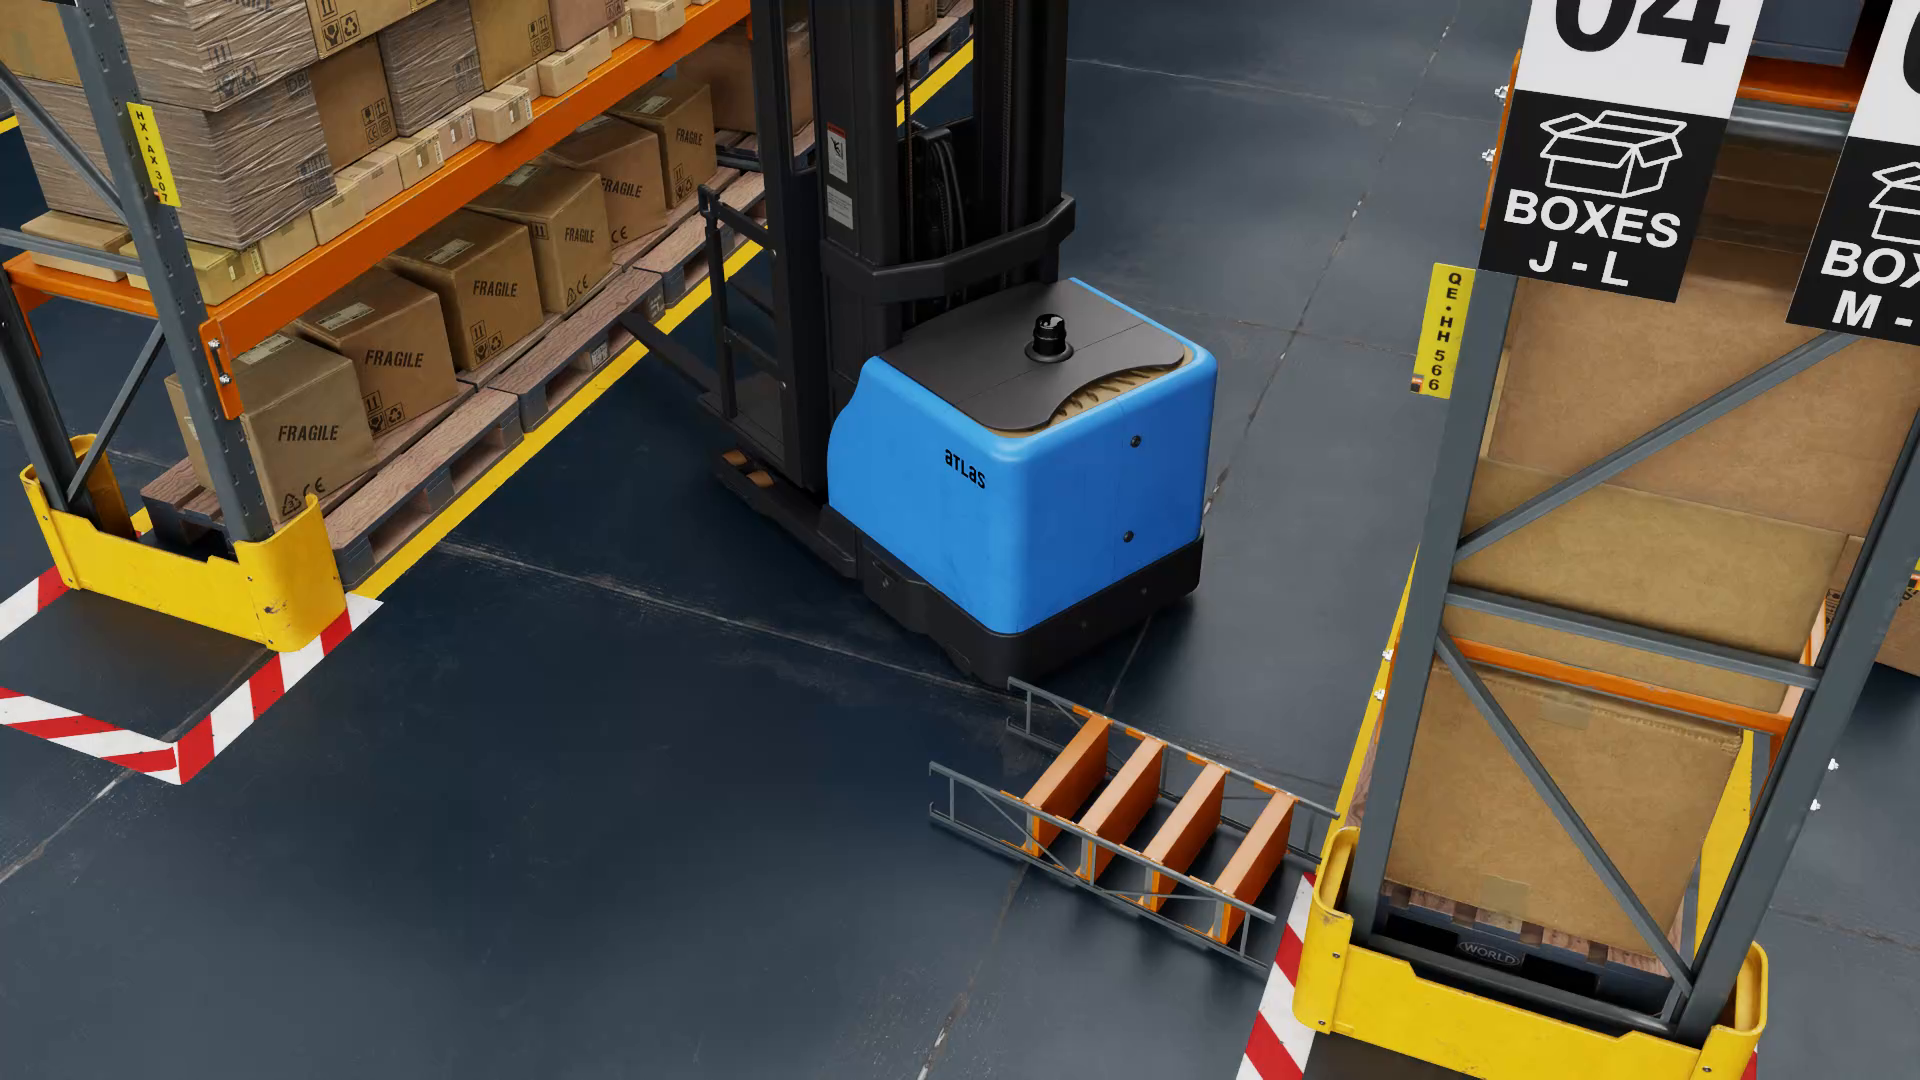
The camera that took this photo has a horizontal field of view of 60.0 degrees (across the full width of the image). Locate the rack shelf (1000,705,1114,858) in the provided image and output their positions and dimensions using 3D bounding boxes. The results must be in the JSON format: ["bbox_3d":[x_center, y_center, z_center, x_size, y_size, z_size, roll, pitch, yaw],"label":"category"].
[{"bbox_3d":[0.318,0.794,5.441,0.148,0.258,0.480,21,42,25],"label":"rack shelf"}]

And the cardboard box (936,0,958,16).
[{"bbox_3d":[-0.367,-3.875,11.149,0.700,0.500,0.500,11,38,14],"label":"cardboard box"}]

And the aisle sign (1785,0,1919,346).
[{"bbox_3d":[1.824,-0.704,3.015,0.394,0.787,0.004,14,39,18],"label":"aisle sign"}]

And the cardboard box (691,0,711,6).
[{"bbox_3d":[-1.367,-2.748,8.131,0.380,0.149,0.250,14,39,18],"label":"cardboard box"}]

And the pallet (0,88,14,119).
[{"bbox_3d":[-6.328,-2.820,10.346,1.003,0.211,1.213,14,39,18],"label":"pallet"}]

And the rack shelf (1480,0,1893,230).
[{"bbox_3d":[2.334,-1.791,4.736,1.077,0.370,4.000,14,39,18],"label":"rack shelf"}]

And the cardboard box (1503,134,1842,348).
[{"bbox_3d":[1.874,-0.785,4.268,0.875,0.550,0.550,14,39,18],"label":"cardboard box"}]

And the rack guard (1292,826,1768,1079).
[{"bbox_3d":[1.564,1.244,4.668,1.175,0.500,0.348,14,39,18],"label":"rack guard"}]

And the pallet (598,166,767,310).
[{"bbox_3d":[-1.676,-1.674,8.813,1.003,0.211,1.213,14,39,18],"label":"pallet"}]

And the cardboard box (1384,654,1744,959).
[{"bbox_3d":[1.770,0.522,4.970,0.875,0.875,0.875,14,39,18],"label":"cardboard box"}]

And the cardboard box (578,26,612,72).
[{"bbox_3d":[-1.785,-2.203,7.402,0.380,0.149,0.250,14,39,18],"label":"cardboard box"}]

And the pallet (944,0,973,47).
[{"bbox_3d":[-0.230,-3.836,11.706,1.003,0.211,1.213,14,39,18],"label":"pallet"}]

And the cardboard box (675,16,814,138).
[{"bbox_3d":[-1.200,-2.681,9.552,0.700,0.500,0.500,11,38,14],"label":"cardboard box"}]

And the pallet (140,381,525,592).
[{"bbox_3d":[-2.604,-0.323,7.006,1.003,0.211,1.213,14,39,18],"label":"pallet"}]

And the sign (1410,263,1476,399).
[{"bbox_3d":[1.077,-0.460,3.695,0.100,0.325,0.005,14,39,18],"label":"sign"}]

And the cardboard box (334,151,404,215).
[{"bbox_3d":[-2.348,-1.371,6.289,0.380,0.149,0.250,14,39,18],"label":"cardboard box"}]

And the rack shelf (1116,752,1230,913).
[{"bbox_3d":[0.674,0.930,5.260,0.148,0.258,0.480,21,42,25],"label":"rack shelf"}]

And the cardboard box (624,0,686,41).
[{"bbox_3d":[-1.510,-2.459,7.745,0.380,0.149,0.250,14,39,18],"label":"cardboard box"}]

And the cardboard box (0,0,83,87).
[{"bbox_3d":[-2.994,-1.877,5.588,0.500,0.500,0.500,14,39,18],"label":"cardboard box"}]

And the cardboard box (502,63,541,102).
[{"bbox_3d":[-2.013,-1.936,7.045,0.380,0.149,0.250,14,39,18],"label":"cardboard box"}]

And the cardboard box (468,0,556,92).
[{"bbox_3d":[-2.230,-2.259,6.935,0.875,0.500,0.500,14,39,18],"label":"cardboard box"}]

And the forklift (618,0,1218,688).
[{"bbox_3d":[-0.392,-1.465,6.261,1.130,2.935,3.031,-26,44,-30],"label":"forklift"}]

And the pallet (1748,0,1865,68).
[{"bbox_3d":[1.846,-1.349,3.618,1.003,0.211,1.213,14,39,18],"label":"pallet"}]

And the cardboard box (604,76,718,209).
[{"bbox_3d":[-1.642,-2.125,8.825,0.500,0.500,0.500,13,39,16],"label":"cardboard box"}]

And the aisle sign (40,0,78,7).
[{"bbox_3d":[-2.721,-1.895,4.608,0.394,0.787,0.004,14,39,18],"label":"aisle sign"}]

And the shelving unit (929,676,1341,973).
[{"bbox_3d":[0.542,0.880,5.327,1.200,0.258,0.503,21,42,25],"label":"shelving unit"}]

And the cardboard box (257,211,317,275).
[{"bbox_3d":[-2.533,-1.093,5.917,0.380,0.149,0.250,14,39,18],"label":"cardboard box"}]

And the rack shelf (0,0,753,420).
[{"bbox_3d":[-2.214,-1.775,7.221,1.077,0.370,4.000,14,39,18],"label":"rack shelf"}]

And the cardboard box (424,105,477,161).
[{"bbox_3d":[-2.177,-1.653,6.665,0.380,0.149,0.250,14,39,18],"label":"cardboard box"}]

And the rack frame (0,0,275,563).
[{"bbox_3d":[-2.975,-0.956,5.524,1.000,3.000,0.127,14,39,18],"label":"rack frame"}]

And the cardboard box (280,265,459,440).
[{"bbox_3d":[-2.526,-0.804,7.057,0.500,0.500,0.500,25,43,29],"label":"cardboard box"}]

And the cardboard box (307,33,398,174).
[{"bbox_3d":[-2.661,-1.718,6.211,0.875,0.500,0.500,14,39,18],"label":"cardboard box"}]

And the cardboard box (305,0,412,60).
[{"bbox_3d":[-2.317,-2.033,5.798,0.500,0.500,0.500,14,39,18],"label":"cardboard box"}]

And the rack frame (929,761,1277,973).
[{"bbox_3d":[0.411,1.003,5.162,1.200,0.240,0.015,21,42,25],"label":"rack frame"}]

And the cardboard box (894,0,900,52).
[{"bbox_3d":[-0.788,-3.250,10.314,0.700,0.500,0.500,11,38,14],"label":"cardboard box"}]

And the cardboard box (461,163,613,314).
[{"bbox_3d":[-2.017,-1.445,7.915,0.500,0.500,0.500,11,38,14],"label":"cardboard box"}]
